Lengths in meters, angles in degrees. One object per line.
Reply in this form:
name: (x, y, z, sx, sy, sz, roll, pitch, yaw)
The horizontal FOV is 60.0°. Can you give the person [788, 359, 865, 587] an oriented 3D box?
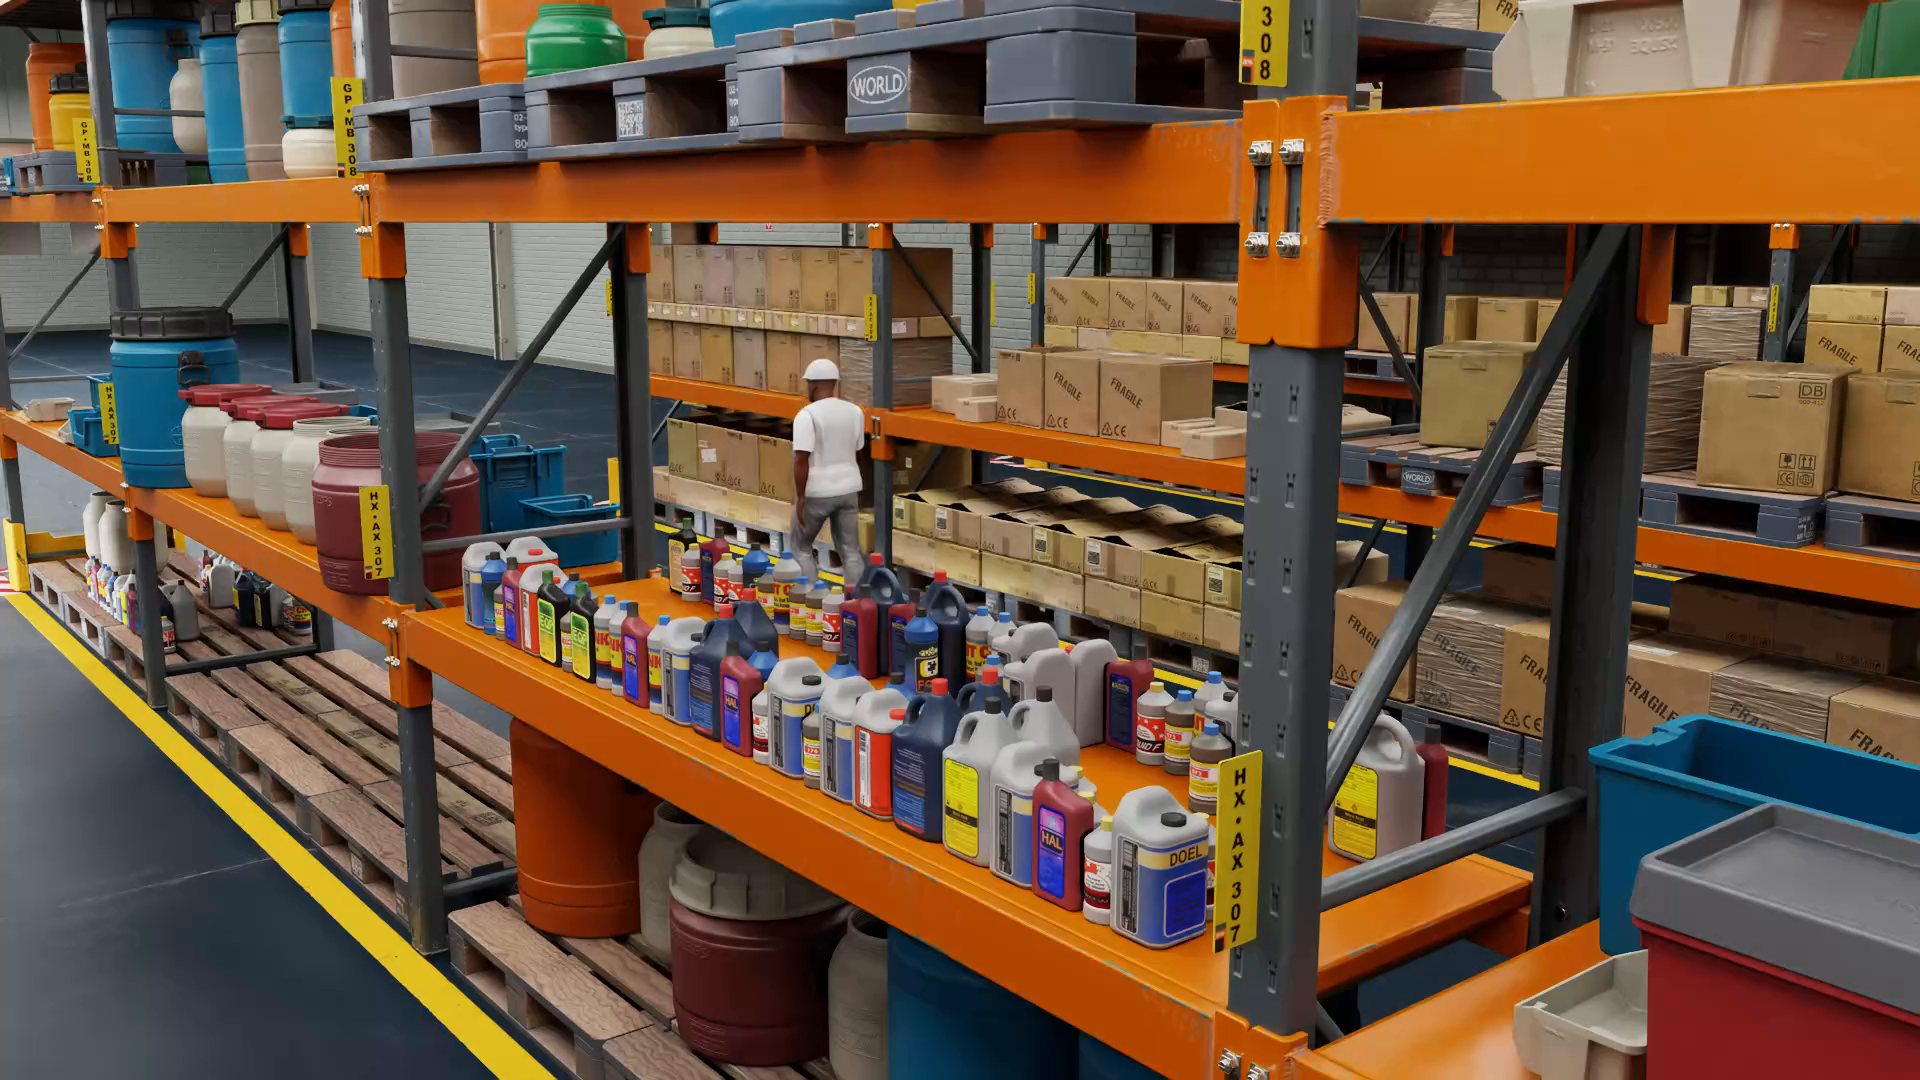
person: (-0.851, -0.257, 10.843, 0.593, 1.831, 0.624, -8, 13, -36)
